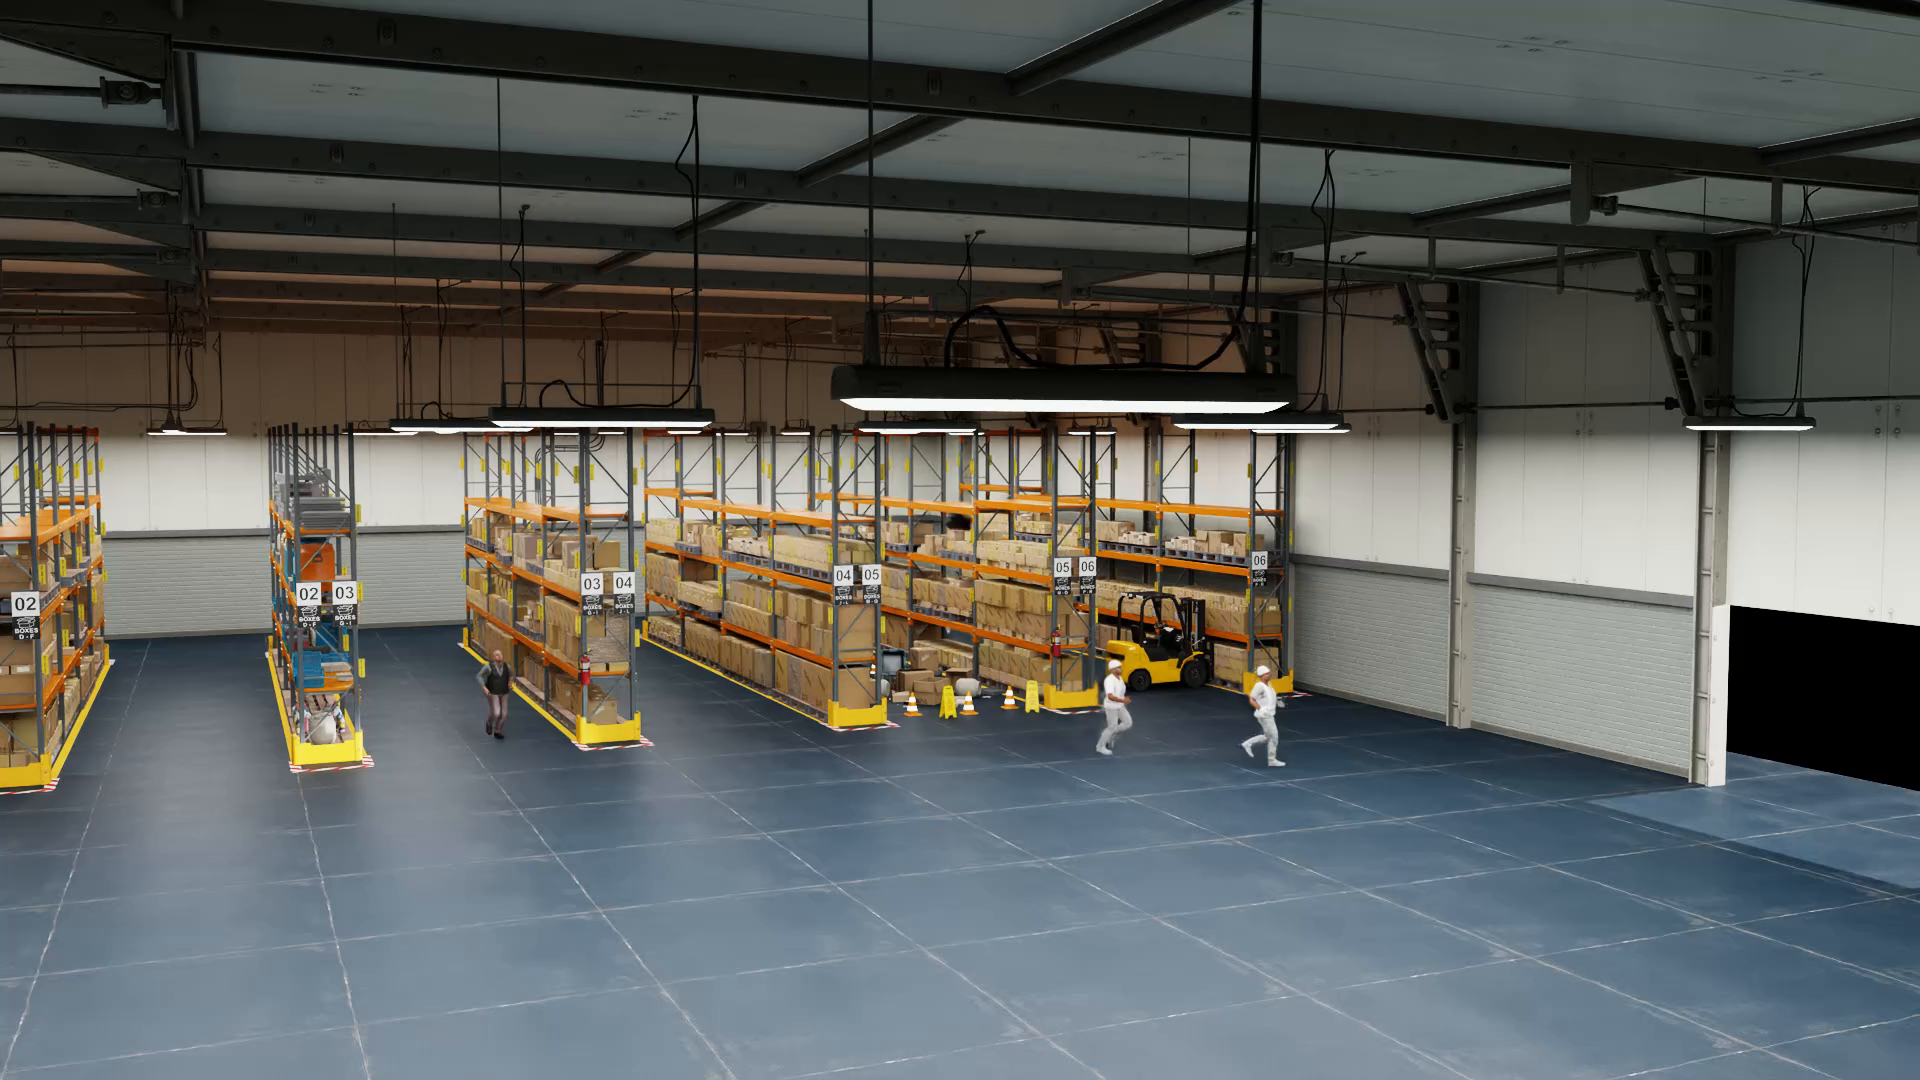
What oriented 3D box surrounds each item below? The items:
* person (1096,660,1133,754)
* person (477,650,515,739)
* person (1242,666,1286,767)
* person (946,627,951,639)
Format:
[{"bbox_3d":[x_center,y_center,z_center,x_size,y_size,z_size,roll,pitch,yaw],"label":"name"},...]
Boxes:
[{"bbox_3d":[2.836,3.015,30.120,0.729,1.716,0.732,2,4,29],"label":"person"},{"bbox_3d":[-8.774,2.943,31.633,0.703,1.691,0.542,-2,4,-34],"label":"person"},{"bbox_3d":[5.307,3.073,29.079,0.818,1.750,0.696,2,4,27],"label":"person"},{"bbox_3d":[-0.464,1.944,46.746,0.661,1.769,0.993,-2,4,-27],"label":"person"}]
